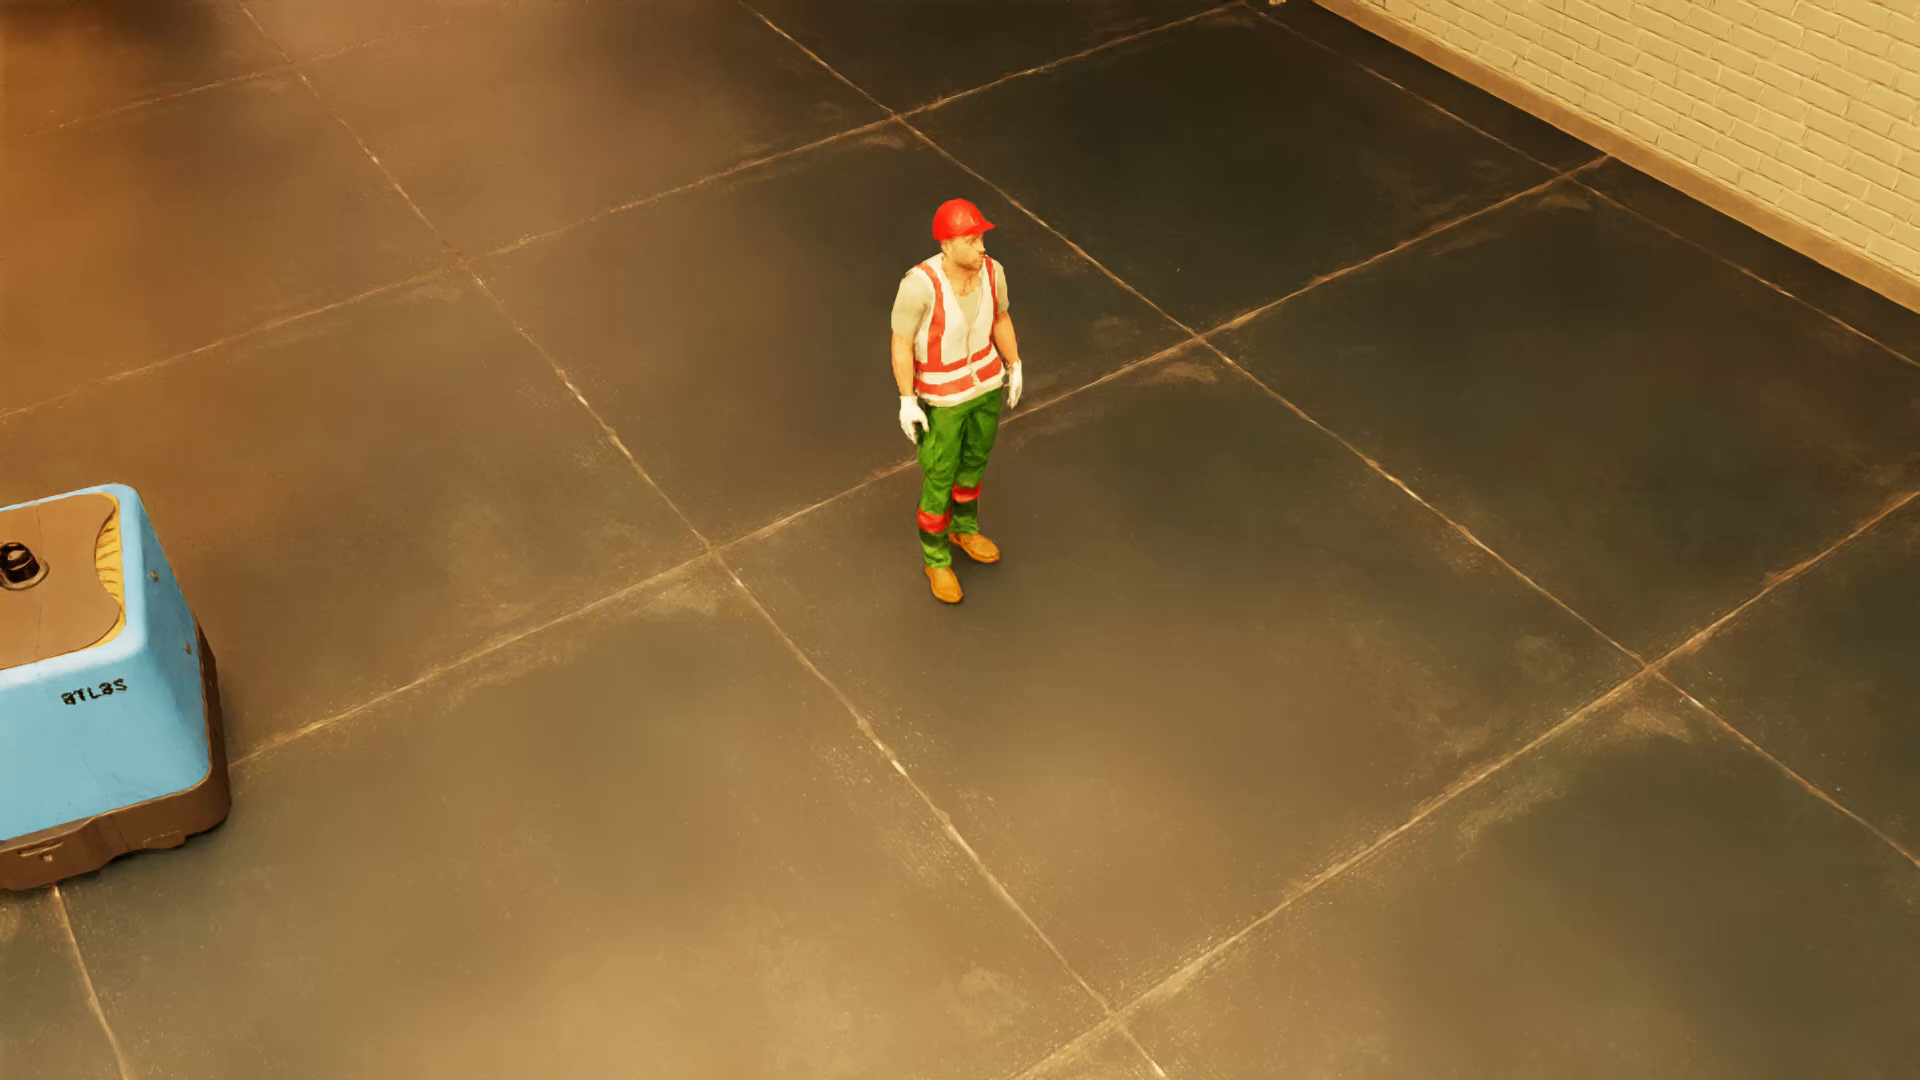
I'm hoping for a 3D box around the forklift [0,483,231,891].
[{"bbox_3d":[-4.470,0.148,5.554,3.031,2.935,1.130,-16,45,-16],"label":"forklift"}]

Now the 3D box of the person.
[{"bbox_3d":[0.037,-0.614,7.214,0.637,1.787,0.563,-25,48,-25],"label":"person"}]
